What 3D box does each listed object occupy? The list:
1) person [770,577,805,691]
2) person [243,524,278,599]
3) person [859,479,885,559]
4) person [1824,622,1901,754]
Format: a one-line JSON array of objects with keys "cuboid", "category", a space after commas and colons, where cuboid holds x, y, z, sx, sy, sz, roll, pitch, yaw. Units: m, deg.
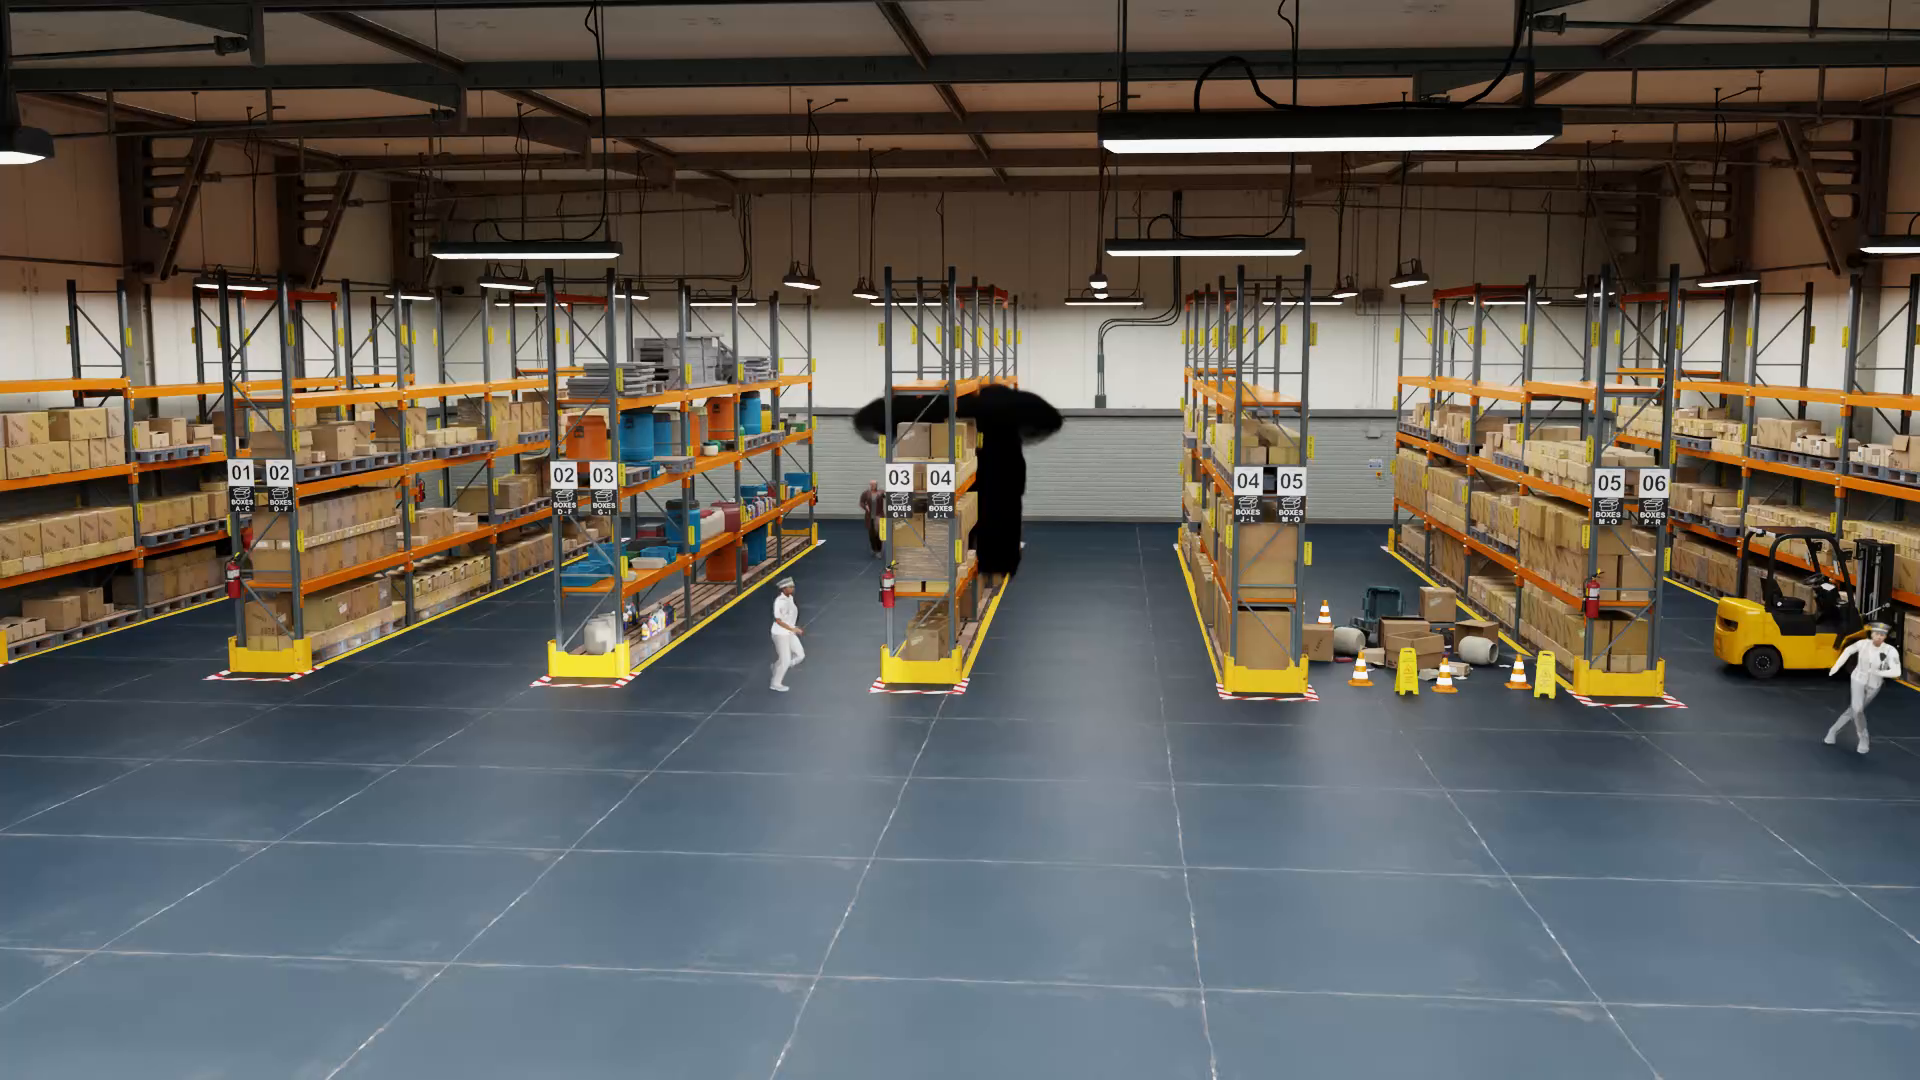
[{"cuboid": [-2.445, 1.329, 23.622, 0.588, 1.643, 0.558, 2, 7, 17], "category": "person"}, {"cuboid": [-13.151, 0.422, 31.354, 0.667, 1.566, 0.872, -3, 8, -24], "category": "person"}, {"cuboid": [-1.938, -0.468, 37.997, 0.727, 1.856, 0.819, 1, 7, 9], "category": "person"}, {"cuboid": [10.960, 1.751, 20.170, 0.734, 1.592, 0.673, 3, 7, 20], "category": "person"}]
